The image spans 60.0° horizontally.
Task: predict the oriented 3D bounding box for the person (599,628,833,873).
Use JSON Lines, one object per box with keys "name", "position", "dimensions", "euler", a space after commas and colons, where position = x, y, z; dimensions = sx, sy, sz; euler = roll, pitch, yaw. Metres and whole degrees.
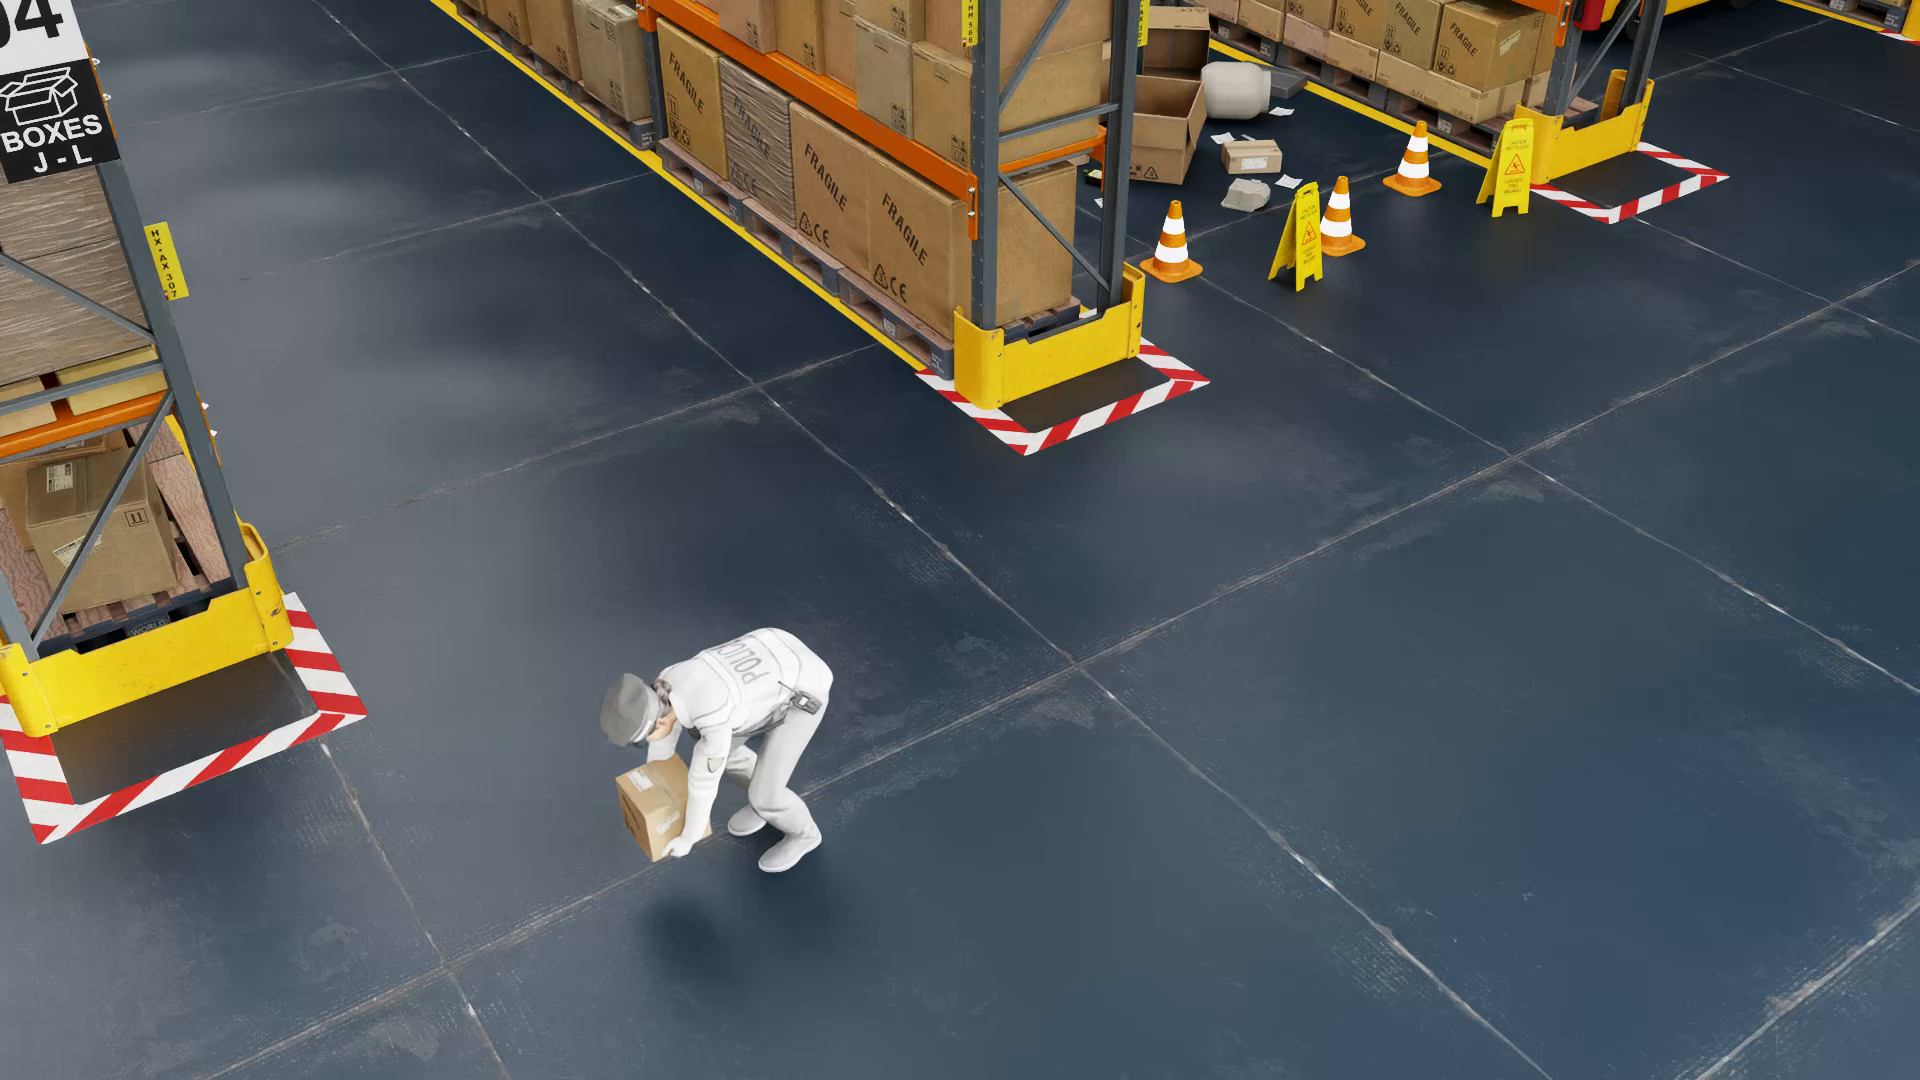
{"name": "person", "position": [-0.904, 0.833, 6.349], "dimensions": [0.919, 1.106, 0.449], "euler": [-25, 43, -30]}
